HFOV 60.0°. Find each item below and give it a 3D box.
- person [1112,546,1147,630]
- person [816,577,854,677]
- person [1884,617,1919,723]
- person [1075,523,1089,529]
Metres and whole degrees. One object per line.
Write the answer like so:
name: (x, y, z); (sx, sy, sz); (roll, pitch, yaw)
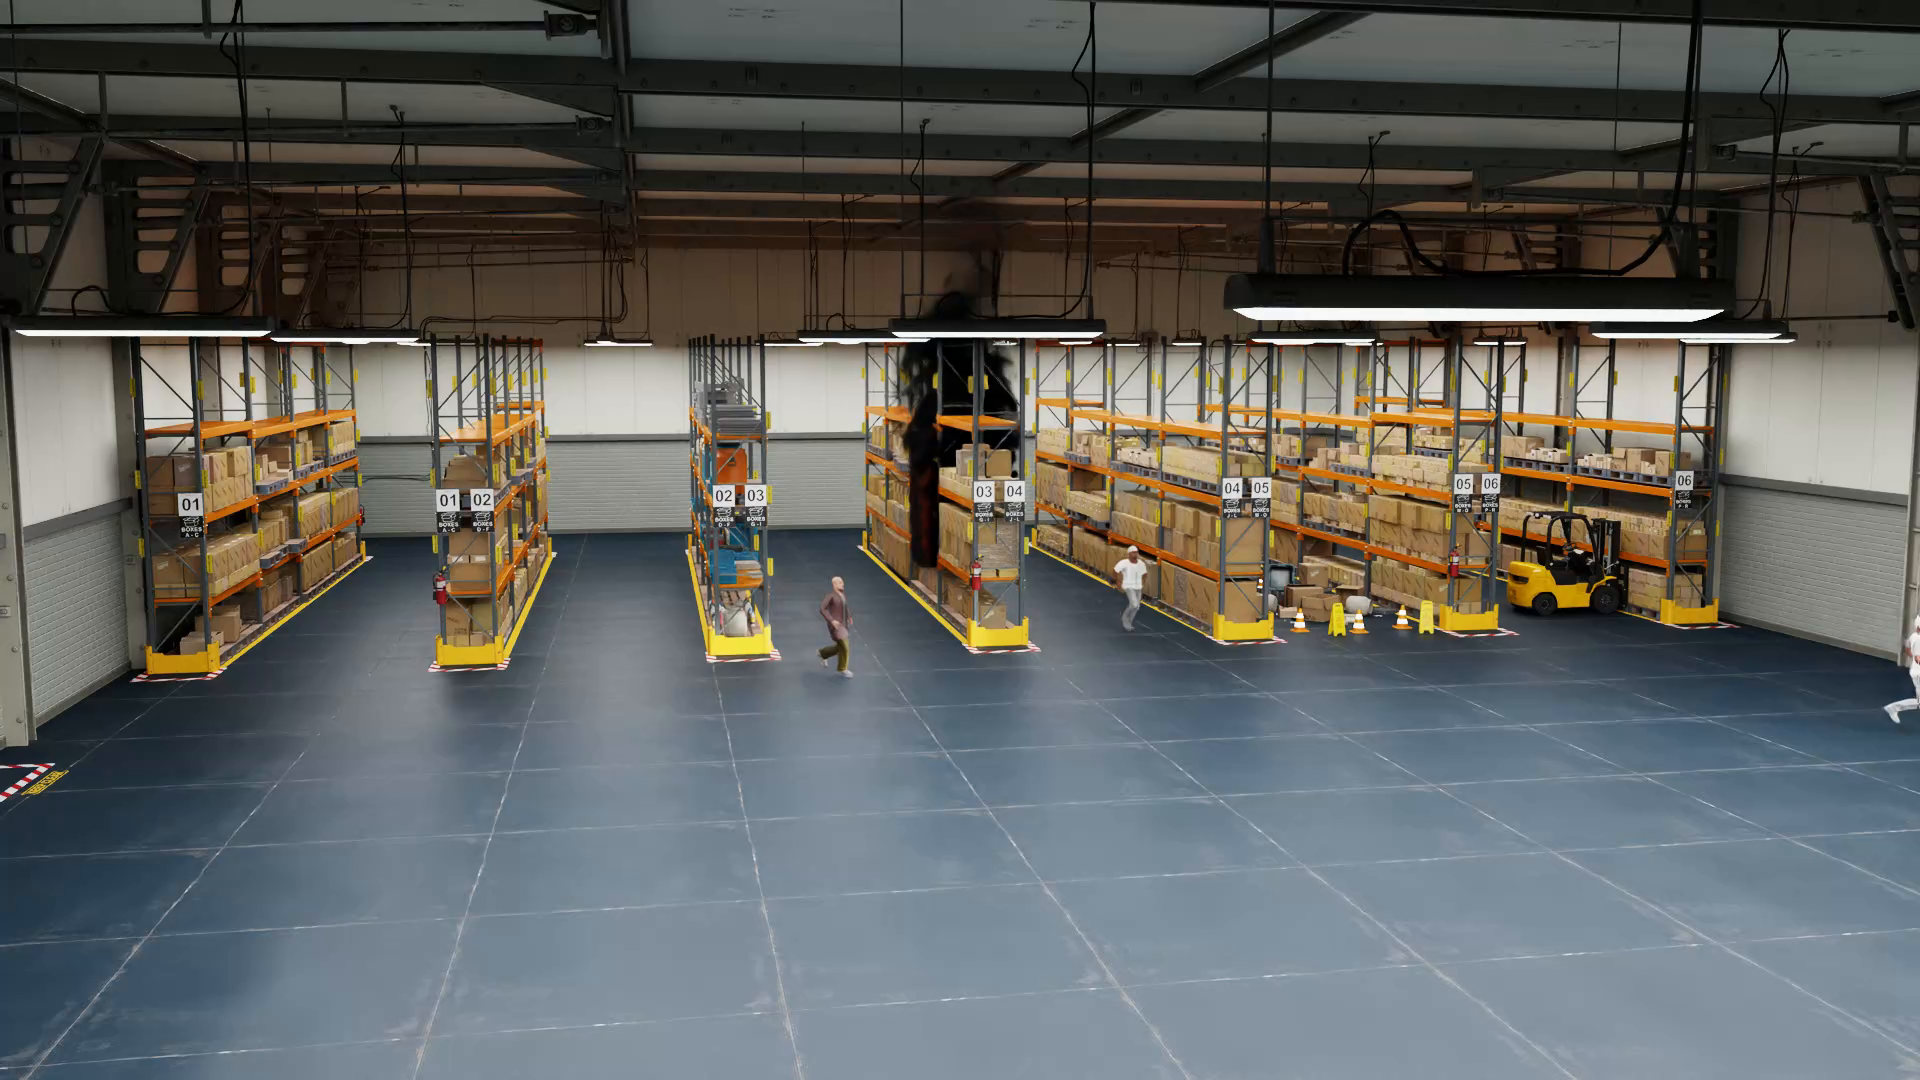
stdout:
person: (3.519, 0.977, 33.739); (0.676, 1.721, 0.630); (-3, 7, -26)
person: (-2.219, 1.514, 29.305); (0.817, 1.755, 0.731); (3, 7, 24)
person: (14.303, 2.016, 24.773); (0.878, 1.766, 0.681); (4, 8, 30)
person: (3.692, -0.755, 49.492); (0.637, 1.639, 0.641); (-6, 9, -40)
